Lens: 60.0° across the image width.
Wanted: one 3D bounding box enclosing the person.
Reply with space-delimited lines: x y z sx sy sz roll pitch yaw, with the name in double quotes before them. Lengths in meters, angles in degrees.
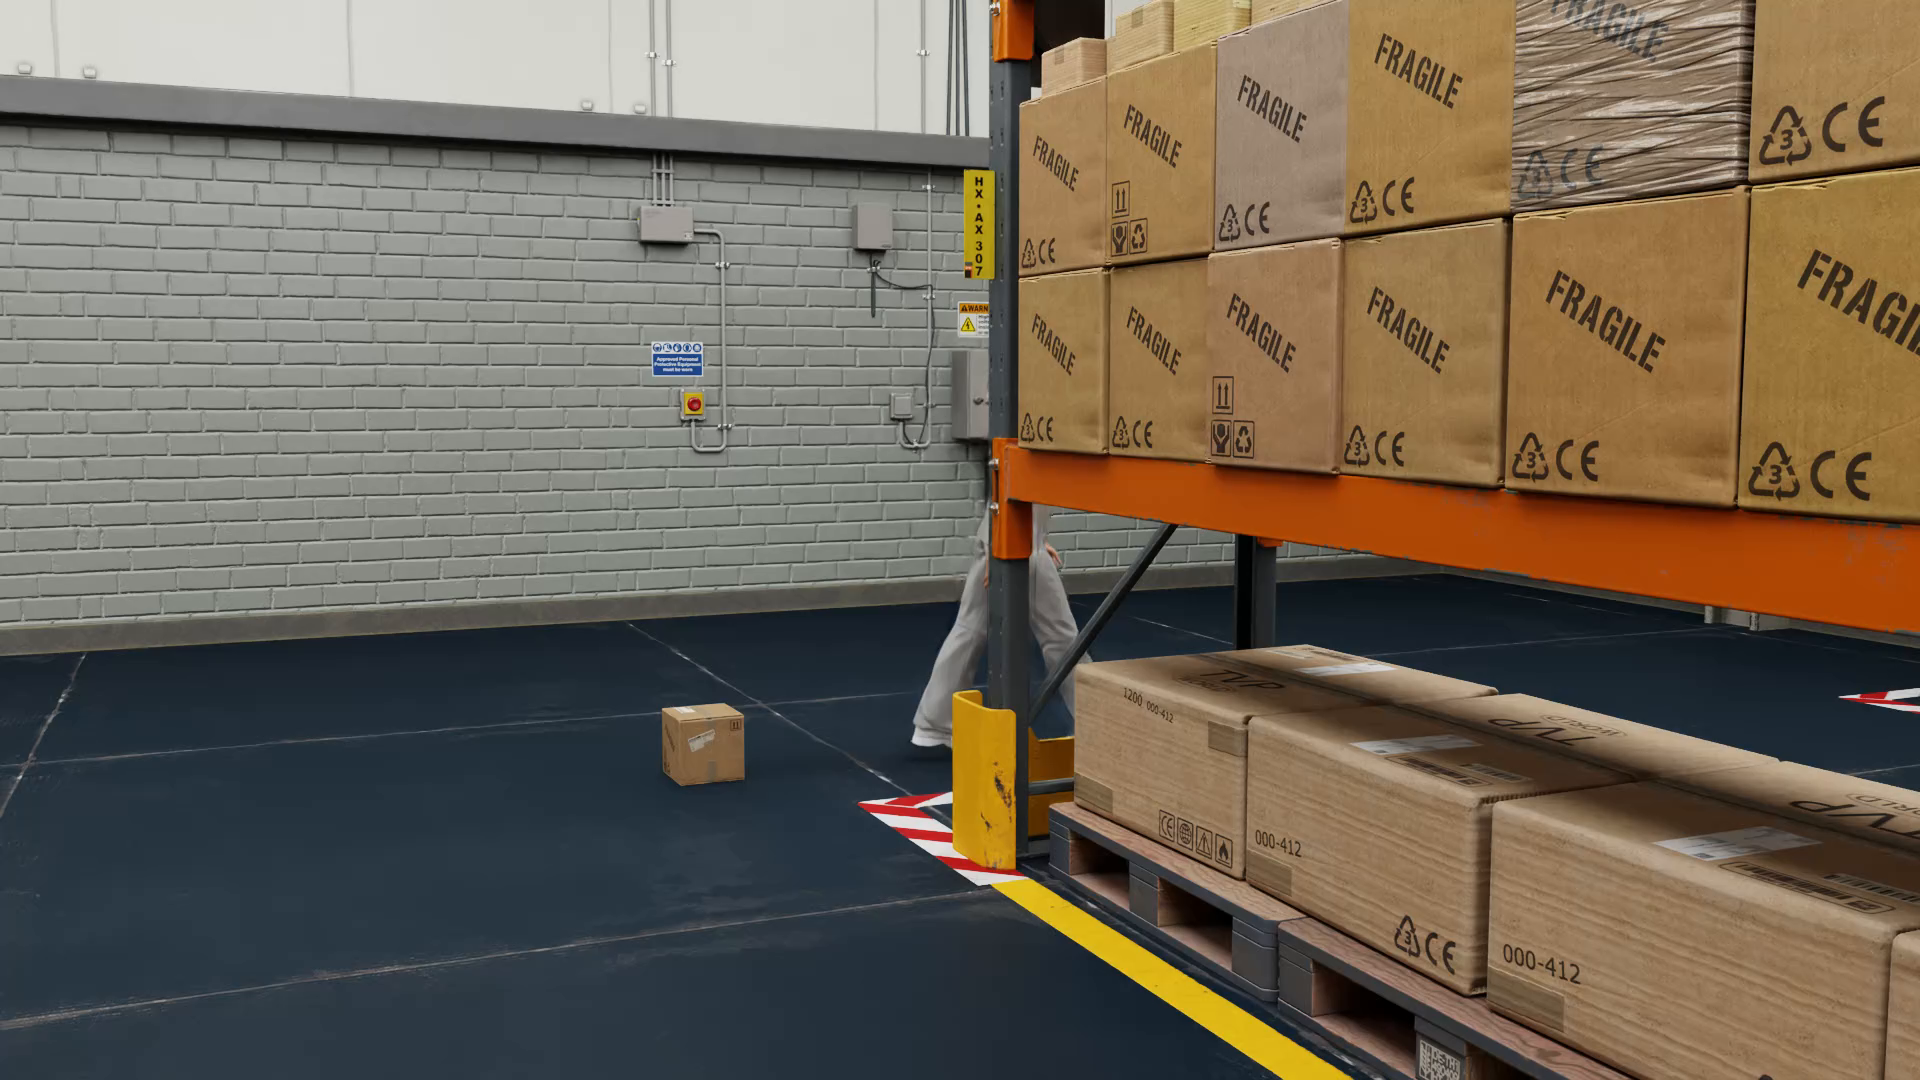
"person" 0.290 0.026 6.600 0.975 1.610 0.477 -1 6 -8
